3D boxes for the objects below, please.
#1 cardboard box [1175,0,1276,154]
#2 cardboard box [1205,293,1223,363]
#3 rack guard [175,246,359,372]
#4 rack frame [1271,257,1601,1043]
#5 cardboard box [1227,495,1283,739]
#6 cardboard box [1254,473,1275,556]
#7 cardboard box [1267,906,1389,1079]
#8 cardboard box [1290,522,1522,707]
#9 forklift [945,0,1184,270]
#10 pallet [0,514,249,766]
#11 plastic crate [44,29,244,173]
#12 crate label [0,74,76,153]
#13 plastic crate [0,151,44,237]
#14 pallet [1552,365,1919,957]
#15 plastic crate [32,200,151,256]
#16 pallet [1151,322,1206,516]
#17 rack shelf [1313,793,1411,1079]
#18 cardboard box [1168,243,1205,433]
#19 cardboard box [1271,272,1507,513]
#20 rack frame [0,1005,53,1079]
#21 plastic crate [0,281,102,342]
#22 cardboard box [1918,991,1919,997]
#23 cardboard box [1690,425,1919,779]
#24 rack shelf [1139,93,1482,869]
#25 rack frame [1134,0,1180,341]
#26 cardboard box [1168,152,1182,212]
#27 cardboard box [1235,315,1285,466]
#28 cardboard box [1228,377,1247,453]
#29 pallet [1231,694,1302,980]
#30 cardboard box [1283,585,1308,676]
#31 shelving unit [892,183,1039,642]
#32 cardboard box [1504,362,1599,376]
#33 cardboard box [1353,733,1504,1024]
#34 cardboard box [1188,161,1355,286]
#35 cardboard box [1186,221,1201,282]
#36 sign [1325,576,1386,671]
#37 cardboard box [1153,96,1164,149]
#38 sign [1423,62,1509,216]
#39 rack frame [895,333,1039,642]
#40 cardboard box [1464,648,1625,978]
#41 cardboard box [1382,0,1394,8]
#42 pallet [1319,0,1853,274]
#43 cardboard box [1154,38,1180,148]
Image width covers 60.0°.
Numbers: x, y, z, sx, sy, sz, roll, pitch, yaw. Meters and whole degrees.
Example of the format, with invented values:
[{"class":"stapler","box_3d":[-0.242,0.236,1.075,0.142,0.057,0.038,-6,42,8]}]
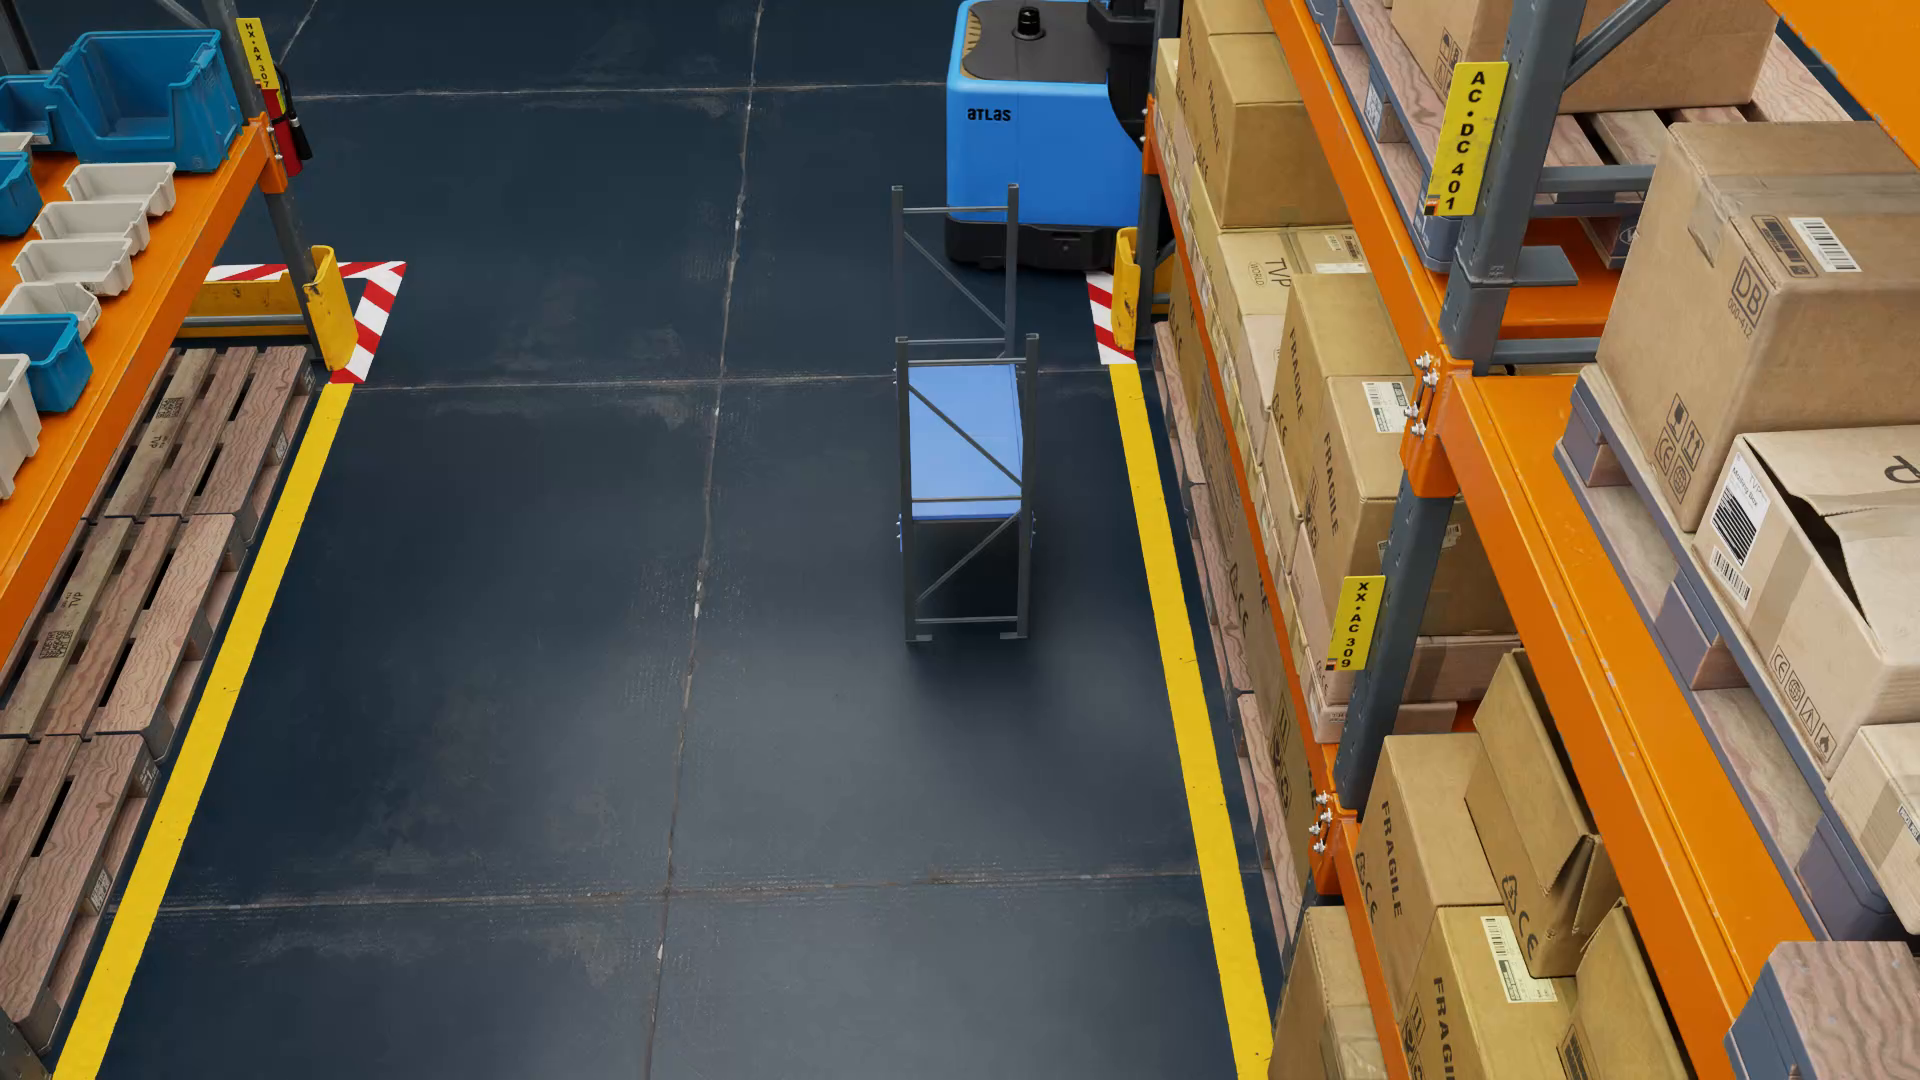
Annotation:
[{"class":"cardboard box","box_3d":[1.130,-1.822,6.354,0.500,0.500,0.500,-3,43,-3]},{"class":"cardboard box","box_3d":[1.110,-0.781,6.068,0.380,0.149,0.250,-3,43,-3]},{"class":"rack guard","box_3d":[-3.604,-1.113,8.094,1.175,0.500,0.348,-2,43,-2]},{"class":"rack frame","box_3d":[1.528,0.540,4.441,1.000,3.000,0.127,-2,43,-2]},{"class":"cardboard box","box_3d":[1.542,0.113,6.169,0.875,0.875,0.875,-2,43,-2]},{"class":"cardboard box","box_3d":[1.155,-0.085,5.309,0.380,0.149,0.250,-1,43,-1]},{"class":"cardboard box","box_3d":[1.575,1.600,4.547,1.225,0.875,0.875,-2,43,-2]},{"class":"cardboard box","box_3d":[1.247,0.195,4.708,0.500,0.250,0.500,-2,43,-3]},{"class":"forklift","box_3d":[1.461,-2.779,8.112,3.031,2.935,1.130,3,43,3]},{"class":"pallet","box_3d":[-3.545,0.389,6.670,1.003,0.211,1.213,-2,43,-2]},{"class":"plastic crate","box_3d":[-3.390,-1.833,6.959,0.616,0.435,0.499,-2,43,-2]},{"class":"crate label","box_3d":[-3.909,-1.803,7.076,0.416,0.233,0.303,-2,43,-2]},{"class":"plastic crate","box_3d":[-3.881,-1.358,6.592,0.416,0.233,0.300,-2,43,-2]},{"class":"pallet","box_3d":[1.616,0.122,2.819,0.805,0.209,1.217,-3,43,-4]},{"class":"plastic crate","box_3d":[-3.377,-1.202,6.492,0.396,0.136,0.243,-2,43,-2]},{"class":"pallet","box_3d":[1.470,-0.595,7.743,1.003,0.211,1.213,-2,43,-2]},{"class":"rack shelf","box_3d":[1.613,2.155,3.211,1.077,0.370,4.000,-2,43,-2]},{"class":"cardboard box","box_3d":[1.465,-1.102,7.495,0.875,0.875,0.875,-2,43,-2]},{"class":"cardboard box","box_3d":[1.224,-0.432,4.837,0.500,0.500,0.500,-1,43,-1]},{"class":"rack frame","box_3d":[-3.421,0.682,4.286,1.000,3.000,0.127,-2,43,-2]},{"class":"plastic crate","box_3d":[-3.310,-0.815,6.070,0.298,0.136,0.250,-2,43,-2]},{"class":"cardboard box","box_3d":[1.590,0.563,1.809,0.797,0.503,0.637,-2,43,-2]},{"class":"cardboard box","box_3d":[1.485,0.055,2.505,0.500,0.311,0.500,-3,43,-3]},{"class":"rack shelf","box_3d":[1.443,-0.545,6.157,1.077,0.370,4.000,-2,43,-2]},{"class":"rack frame","box_3d":[1.358,-2.161,7.387,1.000,3.000,0.127,-2,43,-2]},{"class":"cardboard box","box_3d":[1.067,-1.473,6.823,0.380,0.149,0.250,-3,43,-3]},{"class":"cardboard box","box_3d":[1.201,-0.499,5.465,0.500,0.250,0.500,-1,43,-1]},{"class":"cardboard box","box_3d":[1.133,-0.432,5.687,0.380,0.149,0.250,-2,43,-2]},{"class":"pallet","box_3d":[1.574,1.052,5.946,1.003,0.211,1.213,-2,43,-2]},{"class":"cardboard box","box_3d":[1.177,0.262,4.930,0.380,0.149,0.250,-1,43,-1]},{"class":"shelving unit","box_3d":[0.004,-0.495,6.680,0.538,1.500,1.048,-2,43,-2]},{"class":"cardboard box","box_3d":[1.750,-0.454,4.862,0.500,0.500,0.500,-2,43,-2]},{"class":"cardboard box","box_3d":[1.298,0.821,4.061,0.500,0.500,0.500,-2,43,-2]},{"class":"cardboard box","box_3d":[1.155,-1.193,6.223,0.500,0.250,0.500,-3,43,-3]},{"class":"cardboard box","box_3d":[1.089,-1.125,6.444,0.380,0.149,0.250,-2,43,-3]},{"class":"sign","box_3d":[0.974,0.208,4.104,0.100,0.325,0.005,-2,43,-2]},{"class":"cardboard box","box_3d":[1.043,-1.819,7.200,0.380,0.149,0.250,-1,43,-1]},{"class":"sign","box_3d":[0.974,-0.769,3.208,0.100,0.325,0.005,-2,43,-2]},{"class":"rack frame","box_3d":[0.025,-0.152,6.306,0.500,1.500,0.032,-2,43,-2]},{"class":"cardboard box","box_3d":[1.563,0.564,3.598,0.797,0.503,0.637,-3,43,-3]},{"class":"cardboard box","box_3d":[1.416,-1.684,4.189,0.700,0.500,0.500,0,43,0]},{"class":"pallet","box_3d":[1.504,-1.086,4.061,1.003,0.211,1.213,-2,43,-2]},{"class":"cardboard box","box_3d":[1.109,-1.883,6.976,0.500,0.250,0.500,-3,43,-3]}]
